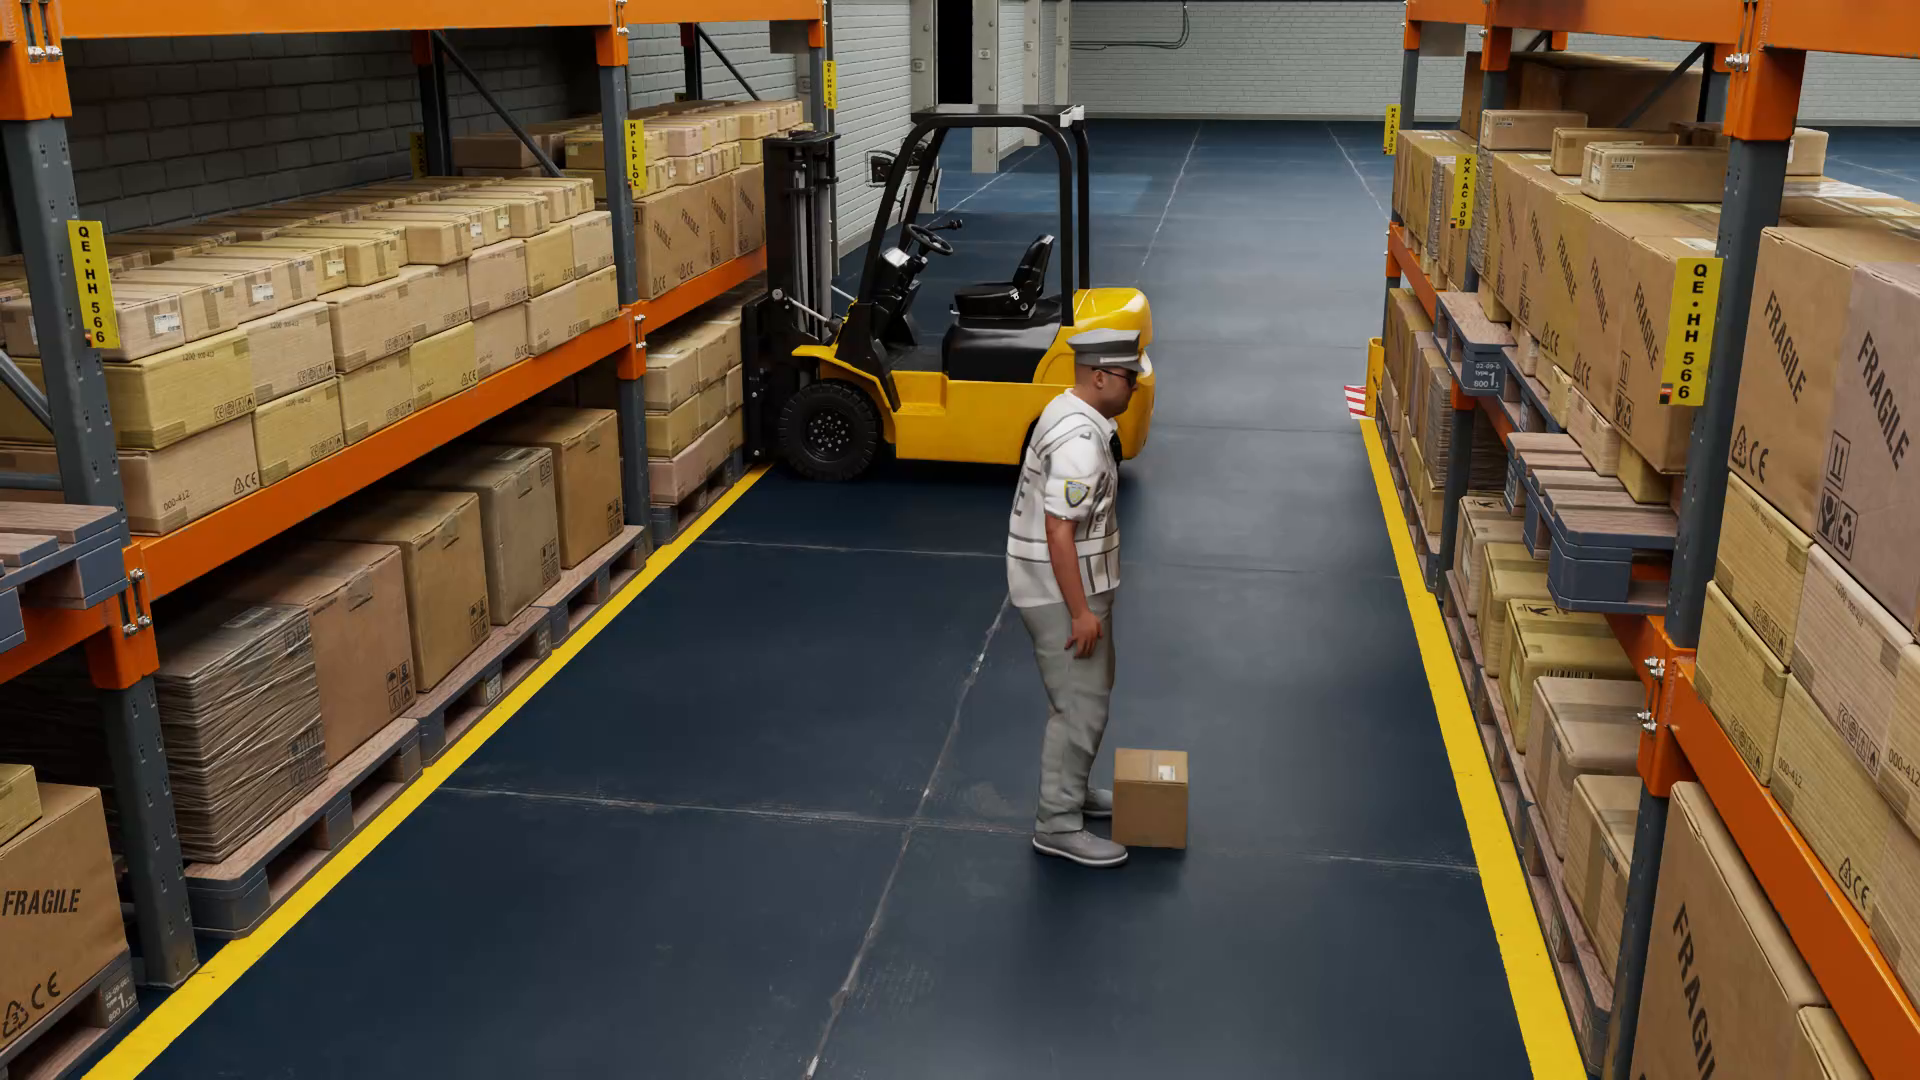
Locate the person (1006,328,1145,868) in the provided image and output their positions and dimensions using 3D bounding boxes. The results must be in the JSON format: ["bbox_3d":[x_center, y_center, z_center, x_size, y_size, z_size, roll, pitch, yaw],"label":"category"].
[{"bbox_3d":[0.374,0.165,5.527,0.435,1.747,0.587,2,18,6],"label":"person"}]
